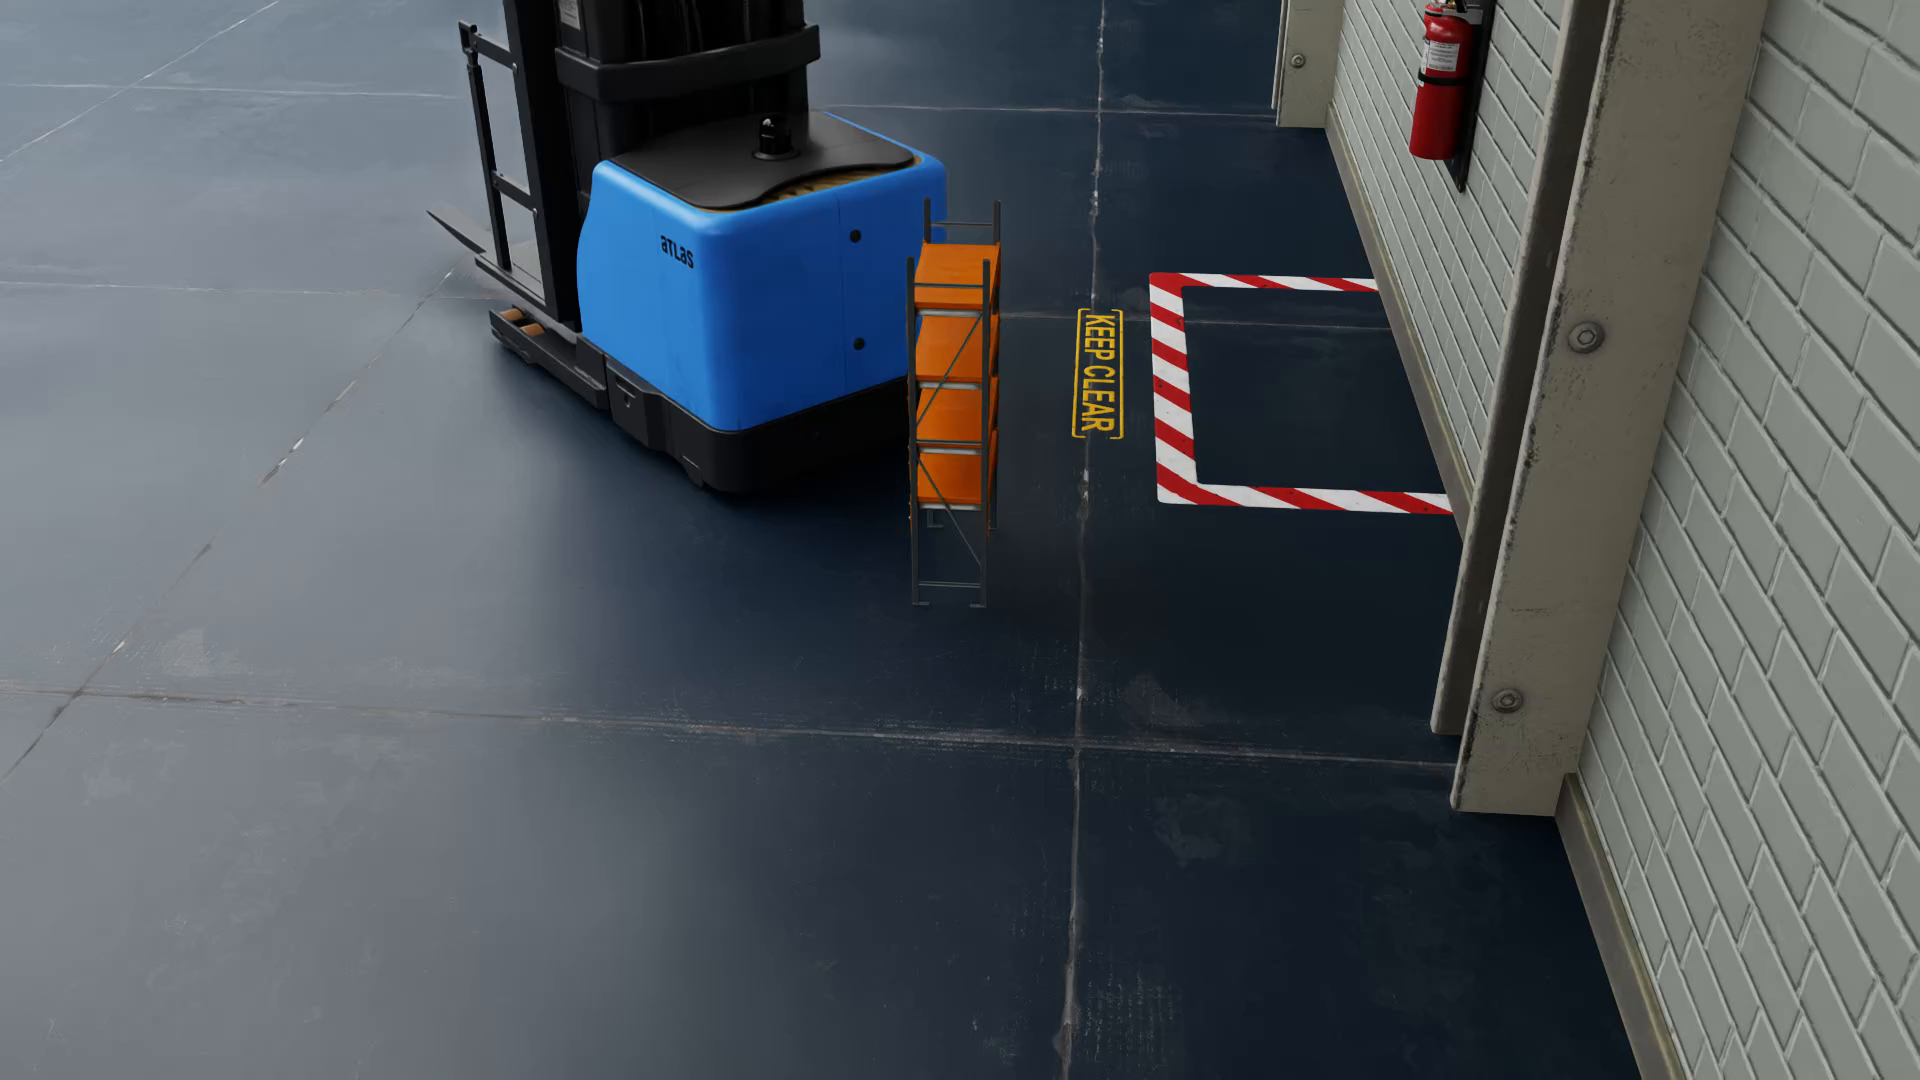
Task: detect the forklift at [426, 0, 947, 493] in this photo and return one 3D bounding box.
[{"bbox_3d":[-1.336,-2.125,6.404,1.130,2.935,3.031,-22,38,-32],"label":"forklift"}]

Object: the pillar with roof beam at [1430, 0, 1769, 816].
[{"bbox_3d":[-2.772,-3.372,2.644,9.100,9.000,0.400,2,32,4],"label":"pillar with roof beam"}]

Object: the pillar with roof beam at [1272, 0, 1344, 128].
[{"bbox_3d":[-2.284,-6.509,7.735,9.100,9.000,0.400,2,32,4],"label":"pillar with roof beam"}]

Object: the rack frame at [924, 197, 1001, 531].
[{"bbox_3d":[0.006,-0.552,5.502,0.240,1.200,0.015,2,32,4],"label":"rack frame"}]

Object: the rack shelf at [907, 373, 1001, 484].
[{"bbox_3d":[-0.013,-0.367,5.330,0.258,0.148,0.480,2,32,4],"label":"rack shelf"}]

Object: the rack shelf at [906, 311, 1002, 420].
[{"bbox_3d":[-0.013,-0.557,5.213,0.258,0.148,0.480,2,32,4],"label":"rack shelf"}]

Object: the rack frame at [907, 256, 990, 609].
[{"bbox_3d":[-0.033,-0.297,5.088,0.240,1.200,0.015,2,32,4],"label":"rack frame"}]

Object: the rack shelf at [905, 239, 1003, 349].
[{"bbox_3d":[-0.013,-0.759,5.089,0.258,0.148,0.480,2,32,4],"label":"rack shelf"}]

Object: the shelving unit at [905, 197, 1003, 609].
[{"bbox_3d":[-0.013,-0.424,5.295,0.258,1.200,0.503,2,32,4],"label":"shelving unit"}]

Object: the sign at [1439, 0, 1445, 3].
[{"bbox_3d":[1.905,-2.225,6.467,0.001,0.329,0.234,2,32,4],"label":"sign"}]

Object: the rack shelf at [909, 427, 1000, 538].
[{"bbox_3d":[-0.013,-0.198,5.434,0.258,0.148,0.480,2,32,4],"label":"rack shelf"}]

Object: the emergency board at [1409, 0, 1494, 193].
[{"bbox_3d":[1.758,-1.925,6.014,0.194,1.169,0.643,2,32,4],"label":"emergency board"}]
